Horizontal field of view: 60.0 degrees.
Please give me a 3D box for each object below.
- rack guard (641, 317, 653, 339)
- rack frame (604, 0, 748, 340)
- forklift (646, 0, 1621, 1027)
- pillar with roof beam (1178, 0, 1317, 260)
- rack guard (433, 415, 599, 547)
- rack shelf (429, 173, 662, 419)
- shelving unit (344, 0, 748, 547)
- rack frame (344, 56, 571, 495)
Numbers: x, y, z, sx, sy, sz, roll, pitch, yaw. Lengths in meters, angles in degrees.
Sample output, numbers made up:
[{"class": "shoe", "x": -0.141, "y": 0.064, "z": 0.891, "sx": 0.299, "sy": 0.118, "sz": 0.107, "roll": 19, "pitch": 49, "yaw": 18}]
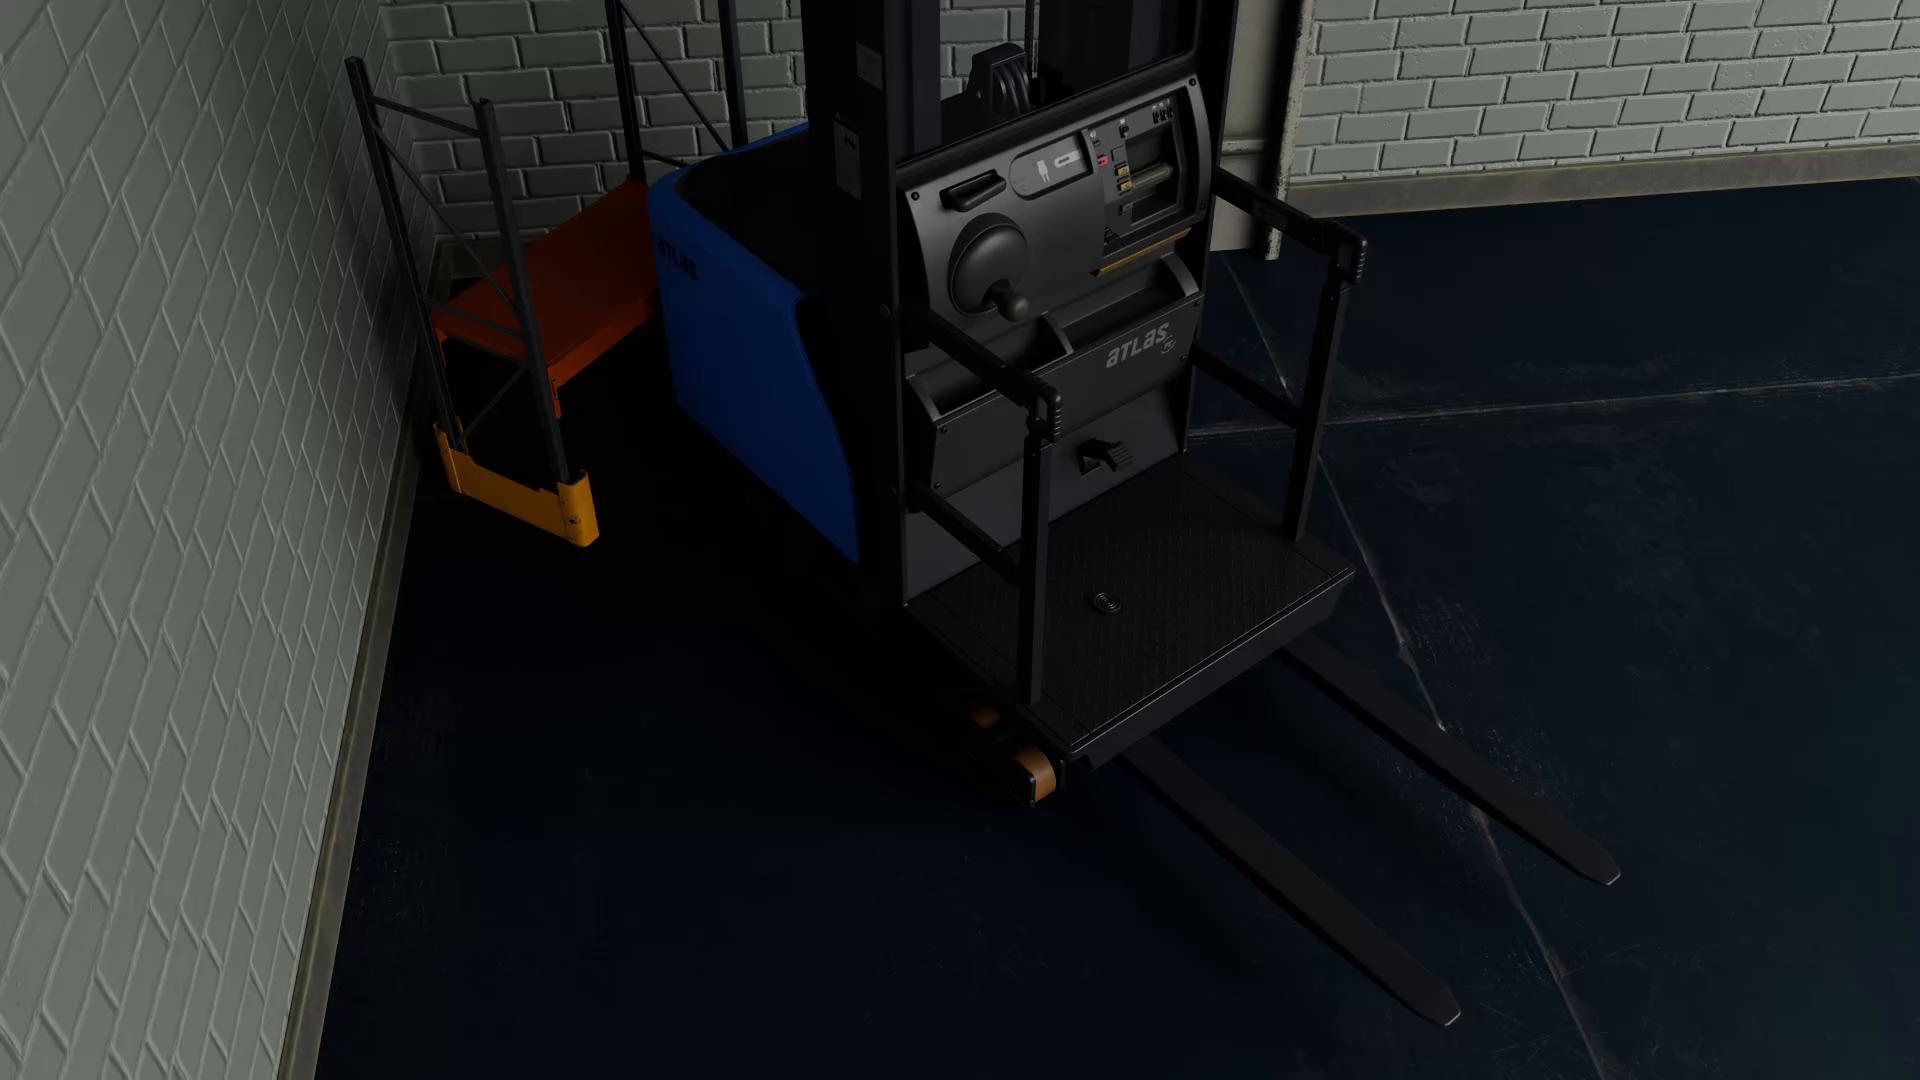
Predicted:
[{"class": "rack guard", "x": -0.897, "y": -0.763, "z": 5.909, "sx": 0.587, "sy": 0.250, "sz": 0.087, "roll": 22, "pitch": 46, "yaw": 22}, {"class": "rack frame", "x": -0.896, "y": -1.228, "z": 5.492, "sx": 0.500, "sy": 1.500, "sz": 0.032, "roll": 22, "pitch": 46, "yaw": 22}, {"class": "forklift", "x": 0.391, "y": -0.764, "z": 3.909, "sx": 1.130, "sy": 2.935, "sz": 3.031, "roll": -28, "pitch": 49, "yaw": -28}, {"class": "pillar with roof beam", "x": 1.580, "y": -1.660, "z": 0.372, "sx": 0.400, "sy": 9.000, "sz": 9.100, "roll": -5, "pitch": 42, "yaw": -6}, {"class": "rack guard", "x": -1.408, "y": -0.191, "z": 5.275, "sx": 0.587, "sy": 0.250, "sz": 0.087, "roll": 22, "pitch": 46, "yaw": 22}, {"class": "rack shelf", "x": -1.157, "y": -0.802, "z": 5.288, "sx": 0.538, "sy": 0.185, "sz": 1.000, "roll": 22, "pitch": 46, "yaw": 22}, {"class": "shelving unit", "x": -1.152, "y": -0.941, "z": 5.173, "sx": 0.587, "sy": 1.500, "sz": 1.083, "roll": 22, "pitch": 46, "yaw": 22}, {"class": "rack frame", "x": -1.418, "y": -0.644, "z": 4.844, "sx": 0.500, "sy": 1.500, "sz": 0.032, "roll": 22, "pitch": 46, "yaw": 22}]
